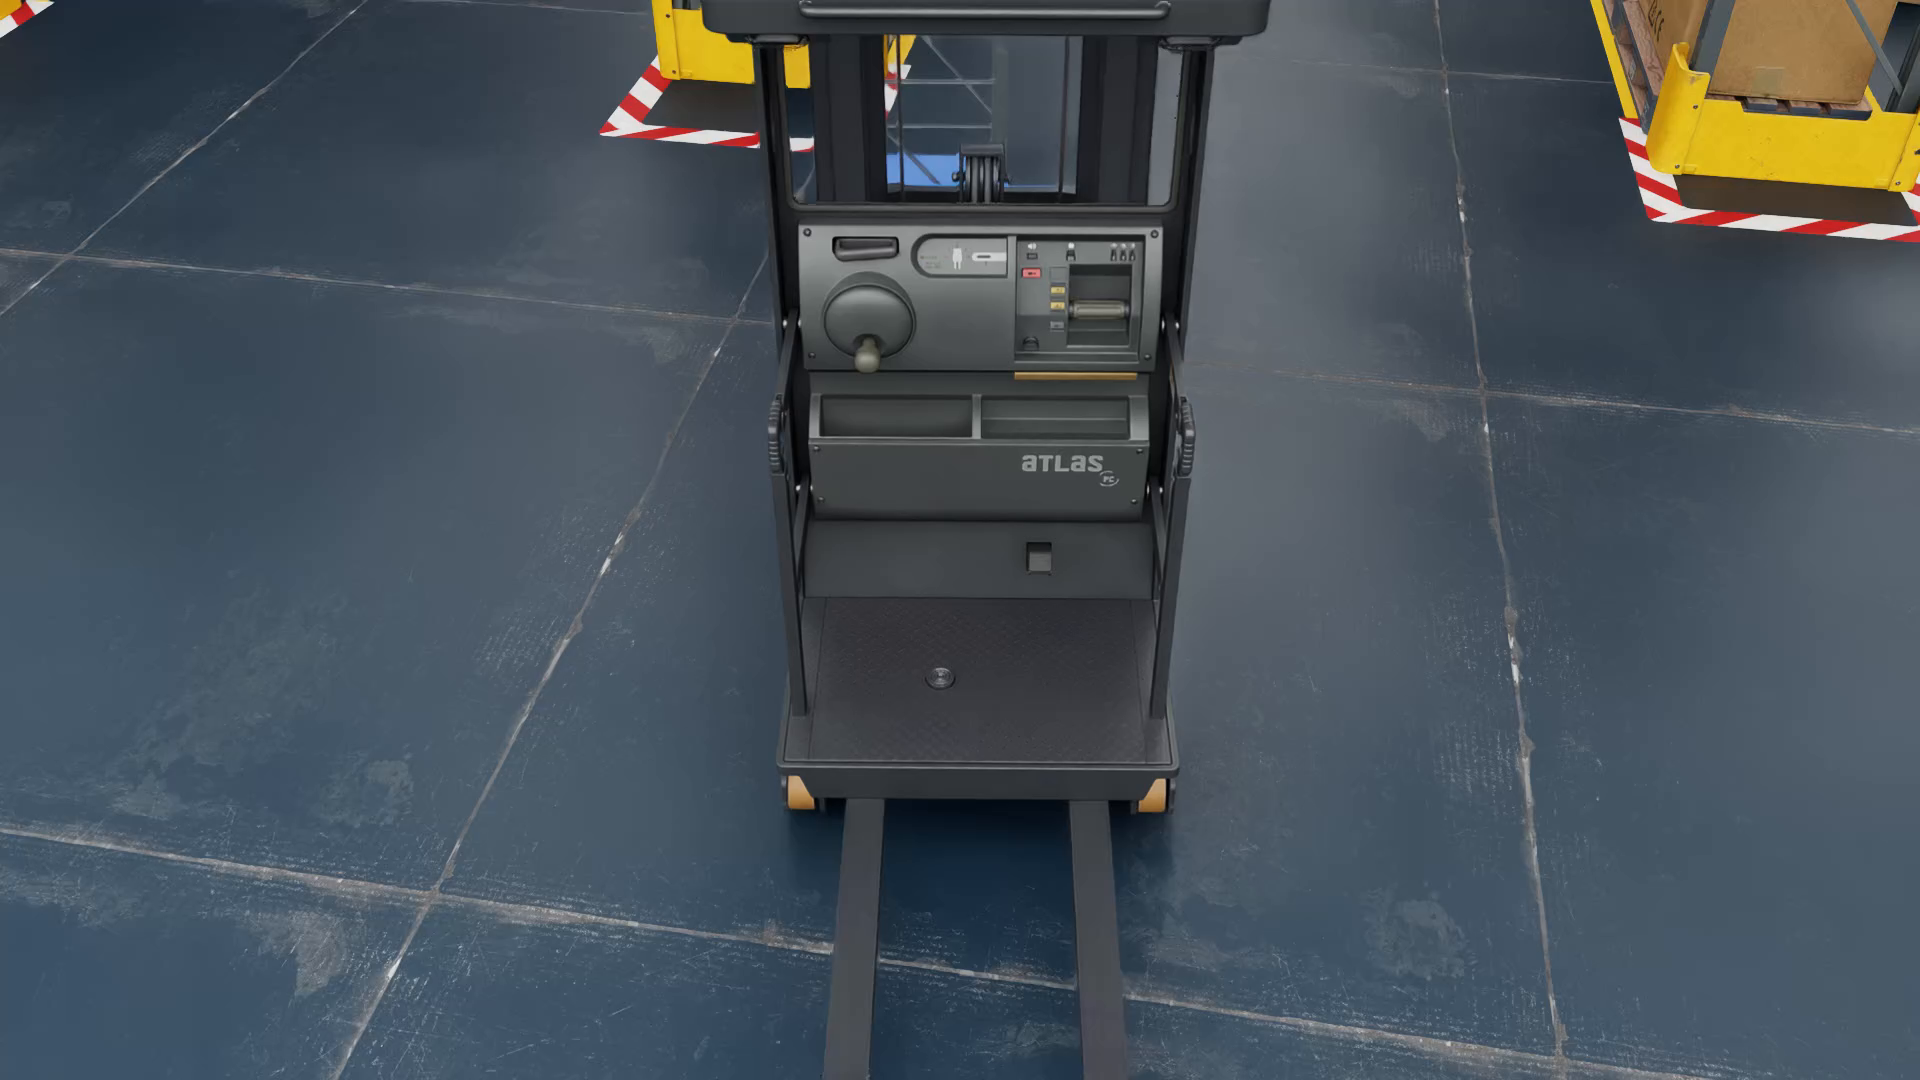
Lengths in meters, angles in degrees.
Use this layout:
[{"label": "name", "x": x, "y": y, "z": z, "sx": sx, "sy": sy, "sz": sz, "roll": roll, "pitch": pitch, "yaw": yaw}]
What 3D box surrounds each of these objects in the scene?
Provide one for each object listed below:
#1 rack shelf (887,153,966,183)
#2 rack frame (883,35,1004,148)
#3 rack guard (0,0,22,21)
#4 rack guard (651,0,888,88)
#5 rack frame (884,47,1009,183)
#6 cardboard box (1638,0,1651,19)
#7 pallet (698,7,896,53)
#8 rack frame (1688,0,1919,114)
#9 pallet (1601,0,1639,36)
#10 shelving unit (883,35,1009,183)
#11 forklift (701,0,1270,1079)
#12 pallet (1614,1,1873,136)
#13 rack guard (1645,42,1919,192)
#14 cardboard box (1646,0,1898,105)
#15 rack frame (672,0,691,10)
[{"label": "rack shelf", "x": -0.089, "y": -1.167, "z": 6.266, "sx": 0.538, "sy": 0.185, "sz": 1.000, "roll": 0, "pitch": 40, "yaw": 0}, {"label": "rack frame", "x": -0.083, "y": -1.629, "z": 6.544, "sx": 0.500, "sy": 1.500, "sz": 0.032, "roll": 0, "pitch": 40, "yaw": 0}, {"label": "rack guard", "x": -5.897, "y": -3.195, "z": 9.222, "sx": 1.175, "sy": 0.500, "sz": 0.348, "roll": 6, "pitch": 40, "yaw": 8}, {"label": "rack guard", "x": -0.972, "y": -2.643, "z": 8.555, "sx": 1.175, "sy": 0.500, "sz": 0.348, "roll": 6, "pitch": 40, "yaw": 8}, {"label": "rack frame", "x": -0.094, "y": -0.981, "z": 5.760, "sx": 0.500, "sy": 1.500, "sz": 0.032, "roll": 0, "pitch": 40, "yaw": 0}, {"label": "cardboard box", "x": 4.085, "y": -3.277, "z": 8.697, "sx": 0.875, "sy": 0.875, "sz": 0.875, "roll": 6, "pitch": 40, "yaw": 7}, {"label": "pallet", "x": -0.797, "y": -3.038, "z": 9.259, "sx": 1.003, "sy": 0.211, "sz": 1.213, "roll": 6, "pitch": 40, "yaw": 8}, {"label": "rack frame", "x": 3.882, "y": -2.949, "z": 6.962, "sx": 1.000, "sy": 3.000, "sz": 0.127, "roll": 6, "pitch": 40, "yaw": 8}, {"label": "pallet", "x": 4.157, "y": -3.148, "z": 9.392, "sx": 1.003, "sy": 0.211, "sz": 1.213, "roll": 6, "pitch": 40, "yaw": 8}, {"label": "shelving unit", "x": -0.089, "y": -1.305, "z": 6.152, "sx": 0.538, "sy": 1.500, "sz": 1.048, "roll": 0, "pitch": 40, "yaw": 0}, {"label": "forklift", "x": 0.052, "y": -0.547, "z": 4.112, "sx": 1.130, "sy": 2.935, "sz": 3.031, "roll": 0, "pitch": 40, "yaw": 0}, {"label": "pallet", "x": 3.944, "y": -2.384, "z": 8.468, "sx": 1.003, "sy": 0.211, "sz": 1.213, "roll": 6, "pitch": 40, "yaw": 8}, {"label": "rack guard", "x": 3.878, "y": -1.970, "z": 7.741, "sx": 1.175, "sy": 0.500, "sz": 0.348, "roll": 6, "pitch": 40, "yaw": 8}, {"label": "cardboard box", "x": 3.934, "y": -2.725, "z": 8.029, "sx": 0.875, "sy": 0.875, "sz": 0.875, "roll": 7, "pitch": 40, "yaw": 8}, {"label": "rack frame", "x": -0.985, "y": -3.559, "z": 7.701, "sx": 1.000, "sy": 3.000, "sz": 0.127, "roll": 6, "pitch": 40, "yaw": 8}]
